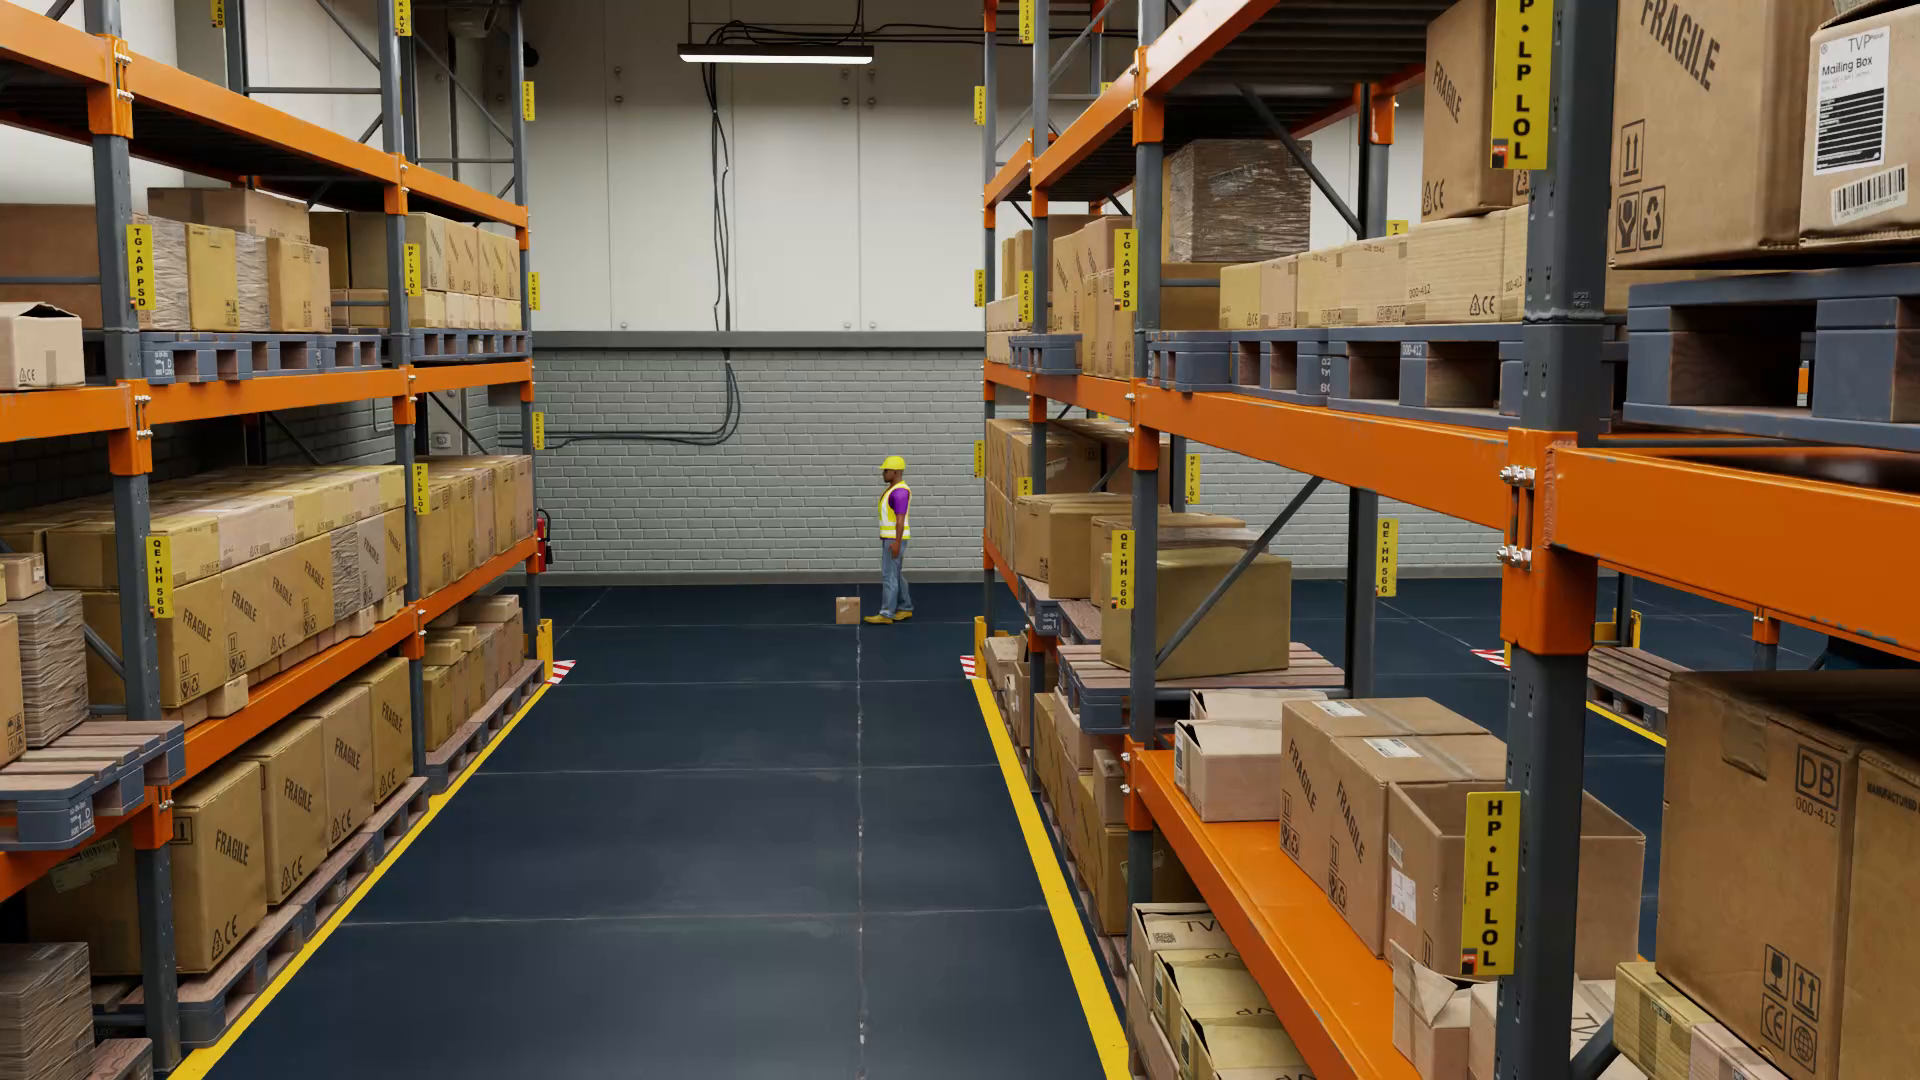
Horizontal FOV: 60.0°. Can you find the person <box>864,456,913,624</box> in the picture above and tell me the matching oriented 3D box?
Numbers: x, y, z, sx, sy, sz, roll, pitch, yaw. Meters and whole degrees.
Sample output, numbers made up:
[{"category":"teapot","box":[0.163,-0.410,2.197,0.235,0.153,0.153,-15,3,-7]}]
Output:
[{"category":"person","box":[-0.751,-0.001,17.651,0.564,1.773,0.594,-1,7,-8]}]
